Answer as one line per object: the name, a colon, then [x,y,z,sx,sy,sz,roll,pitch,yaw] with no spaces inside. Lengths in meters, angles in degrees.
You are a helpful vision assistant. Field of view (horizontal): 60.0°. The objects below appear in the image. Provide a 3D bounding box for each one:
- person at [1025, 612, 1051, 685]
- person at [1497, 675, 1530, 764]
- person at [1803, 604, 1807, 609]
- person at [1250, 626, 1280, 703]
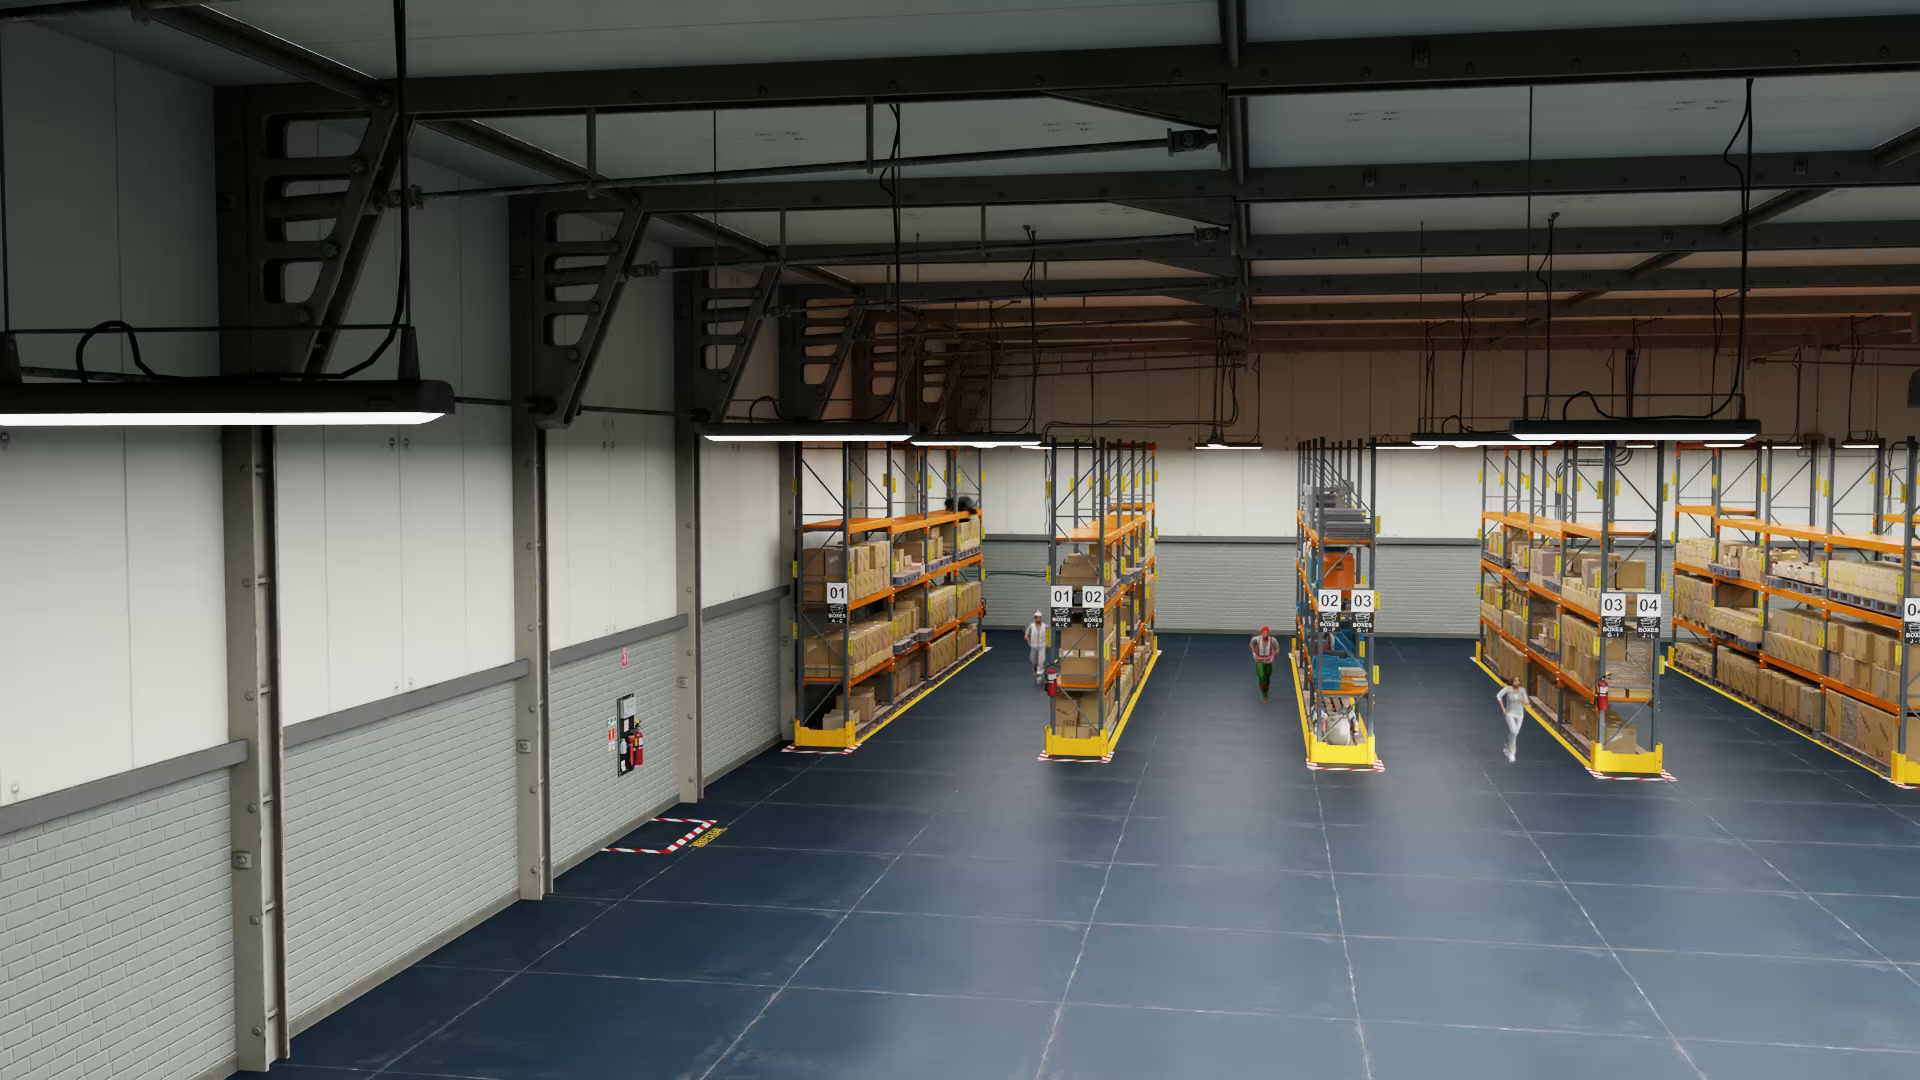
person: [1.938,2.662,41.105,0.665,1.767,0.904,0,3,2]
person: [10.272,3.301,30.861,0.515,1.627,0.758,0,3,-4]
person: [23.151,2.537,45.263,0.753,1.641,0.613,1,3,20]
person: [7.036,2.847,38.392,0.670,1.780,0.996,1,3,13]
